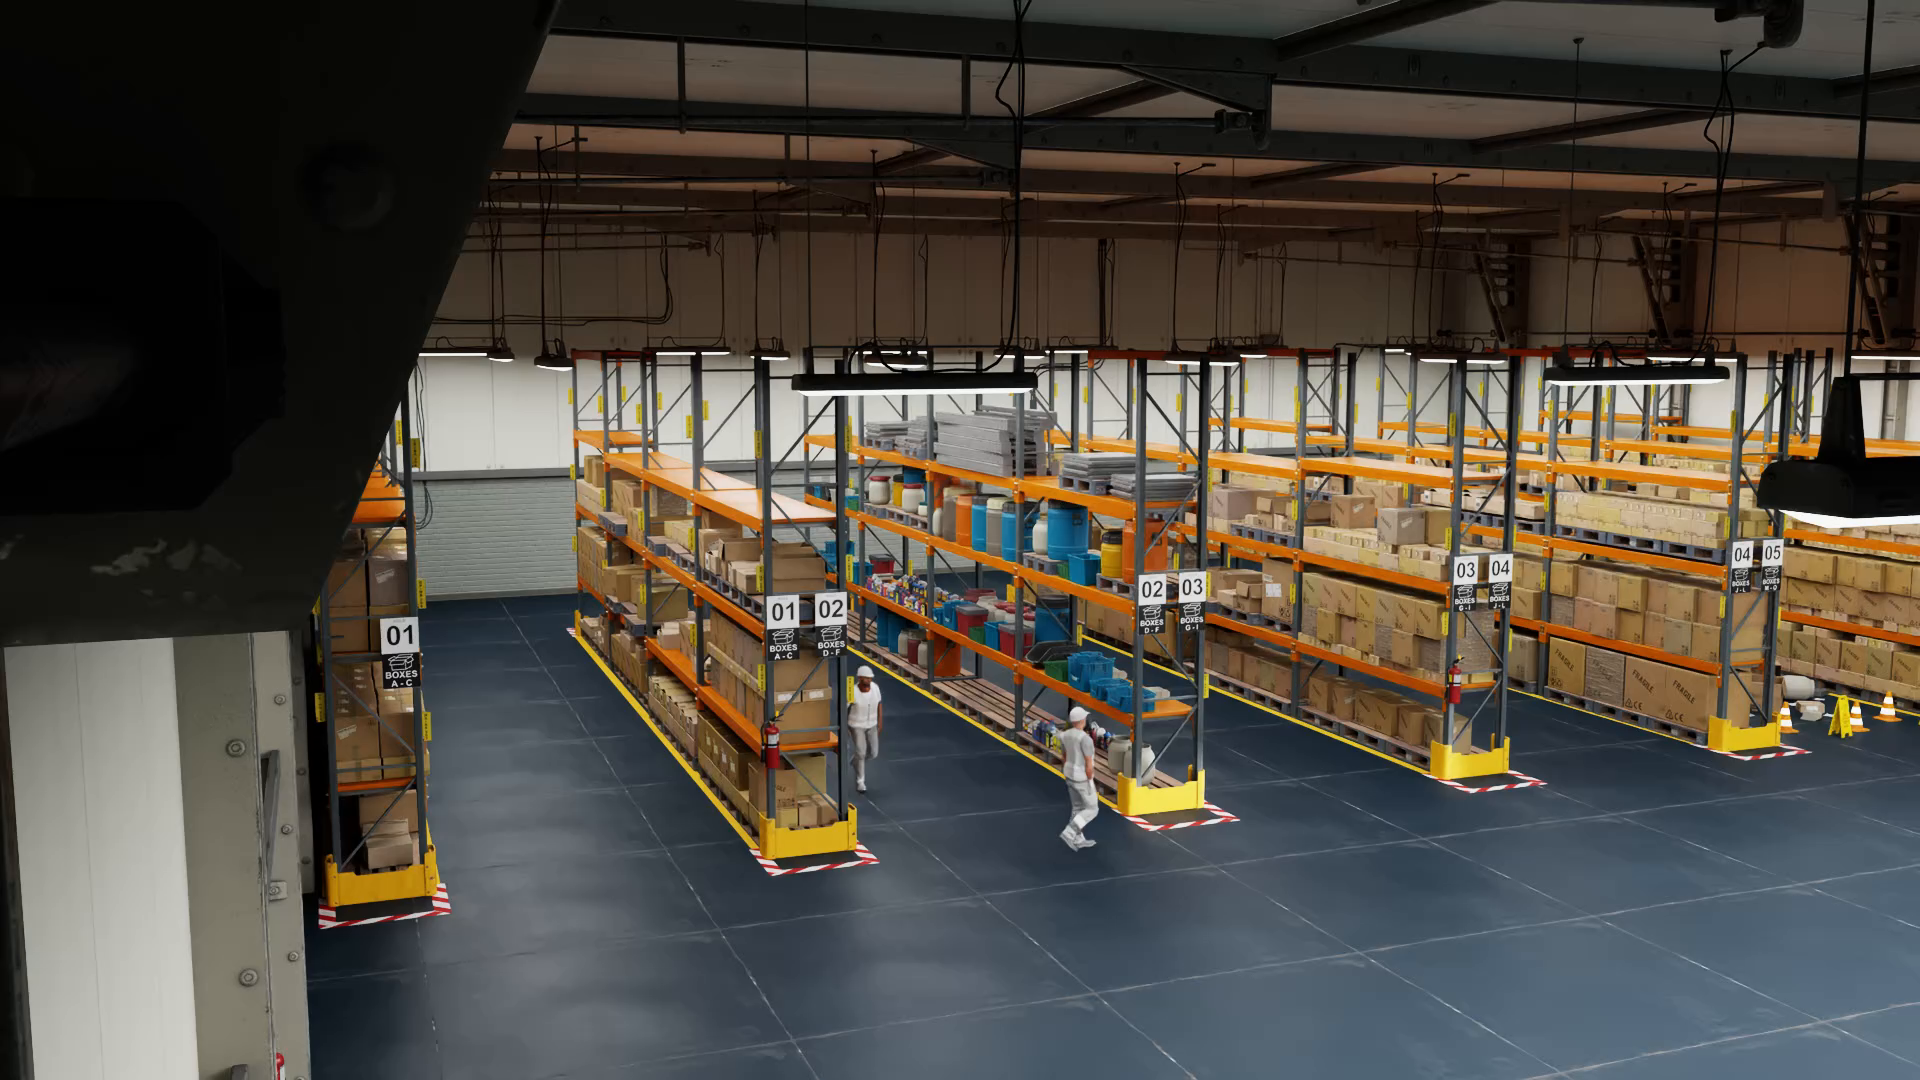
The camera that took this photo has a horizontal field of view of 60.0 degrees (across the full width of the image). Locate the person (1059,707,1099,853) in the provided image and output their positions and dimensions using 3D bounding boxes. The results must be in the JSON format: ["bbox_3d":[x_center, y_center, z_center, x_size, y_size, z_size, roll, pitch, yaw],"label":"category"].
[{"bbox_3d":[1.488,2.911,20.335,0.456,1.785,0.564,-4,8,-30],"label":"person"}]

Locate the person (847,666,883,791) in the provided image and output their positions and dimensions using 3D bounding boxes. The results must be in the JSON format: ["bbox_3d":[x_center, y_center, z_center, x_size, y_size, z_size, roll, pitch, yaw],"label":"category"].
[{"bbox_3d":[-1.405,2.591,23.250,0.659,1.744,0.656,-5,9,-33],"label":"person"}]
